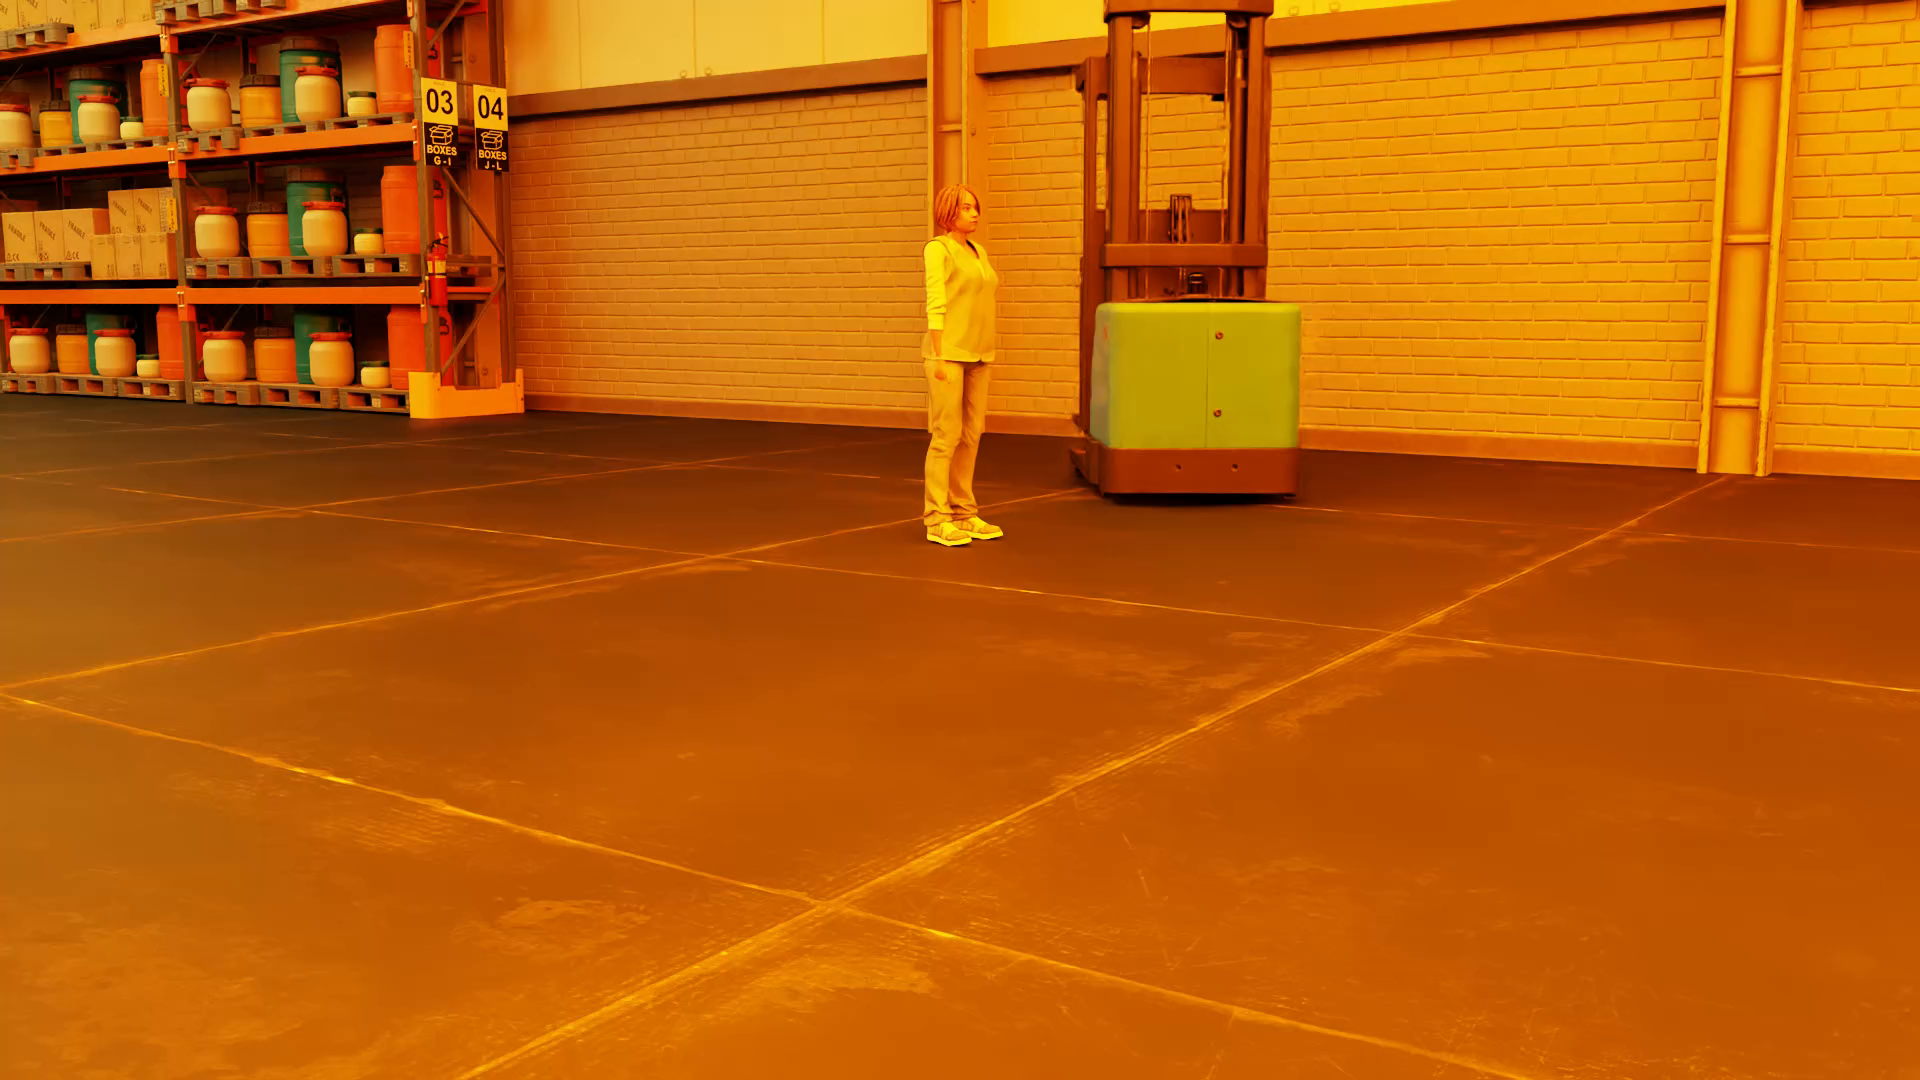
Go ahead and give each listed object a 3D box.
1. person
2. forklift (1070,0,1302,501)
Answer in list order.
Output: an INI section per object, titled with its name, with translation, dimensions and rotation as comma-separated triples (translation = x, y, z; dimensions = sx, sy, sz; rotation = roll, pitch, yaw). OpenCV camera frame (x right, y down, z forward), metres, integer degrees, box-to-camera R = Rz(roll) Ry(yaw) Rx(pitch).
[person]
translation = 0.002, -0.791, 7.493
dimensions = 0.327, 1.602, 0.409
rotation = 5, 10, 34
[forklift]
translation = 1.273, -1.839, 10.125
dimensions = 1.130, 2.935, 3.031
rotation = 0, 8, -1
